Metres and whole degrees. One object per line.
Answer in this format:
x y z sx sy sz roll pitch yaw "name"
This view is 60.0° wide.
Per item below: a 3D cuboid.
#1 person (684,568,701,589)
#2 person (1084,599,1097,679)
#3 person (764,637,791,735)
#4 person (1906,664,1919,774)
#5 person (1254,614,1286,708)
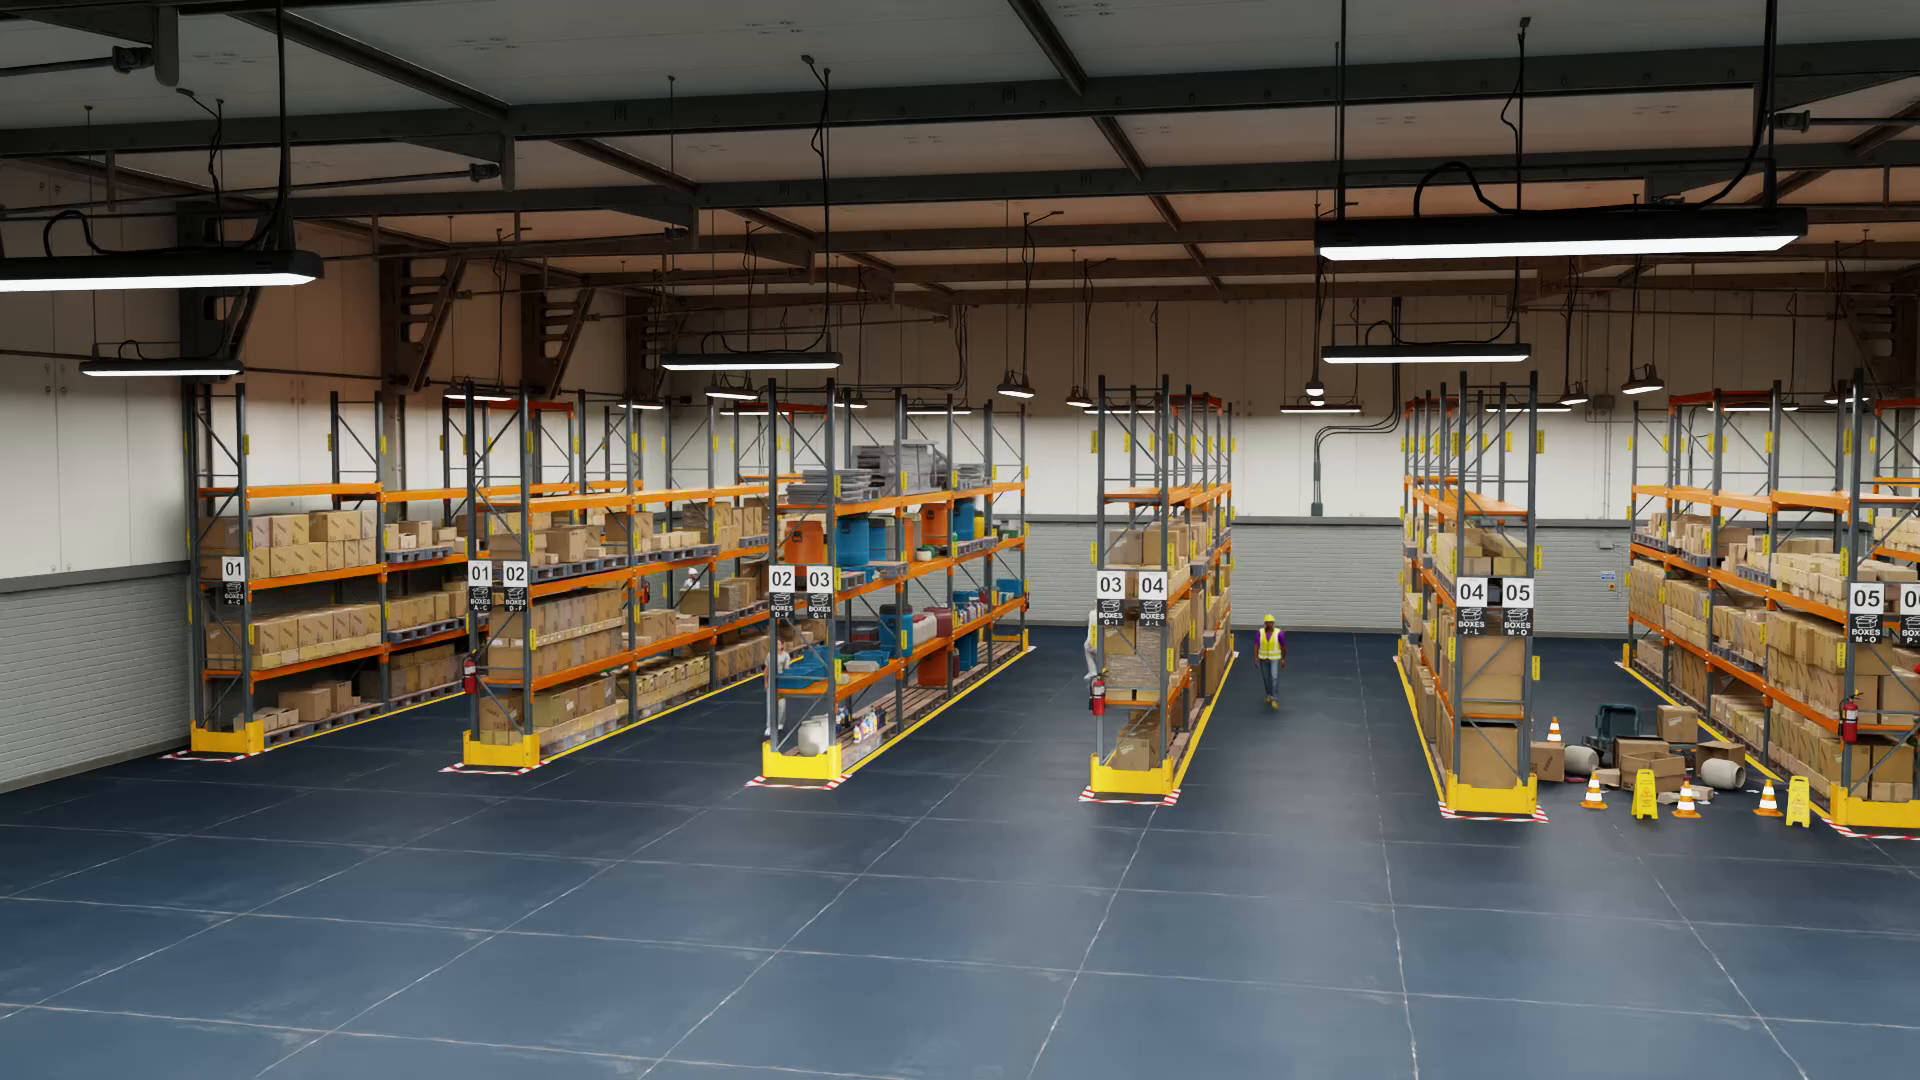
-7.165 1.610 44.415 1.106 1.718 0.532 2 4 30 "person"
2.847 2.008 33.890 0.593 1.710 0.642 0 3 -8 "person"
-3.175 2.509 28.898 0.471 1.640 0.837 0 3 -5 "person"
14.579 2.732 25.153 0.629 1.676 0.789 1 3 14 "person"
5.918 2.291 31.877 0.586 1.734 0.887 2 4 26 "person"
